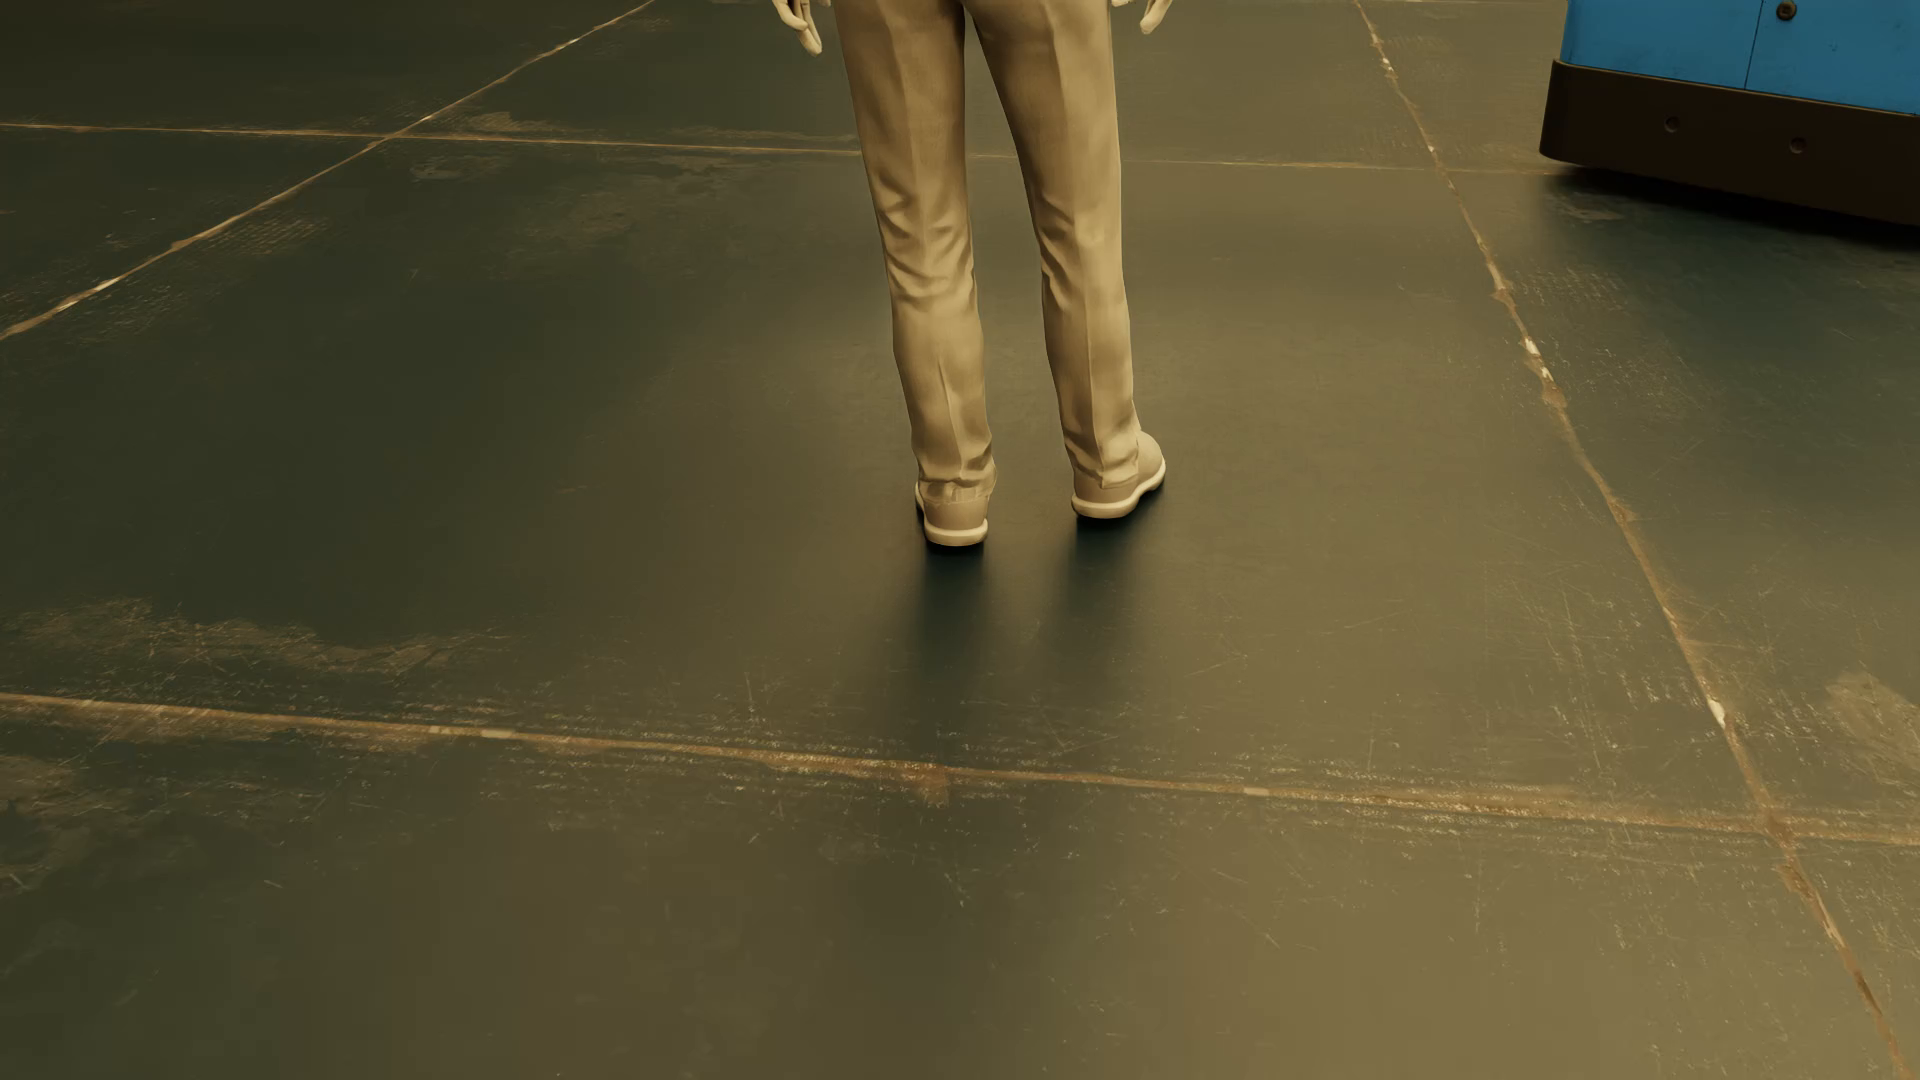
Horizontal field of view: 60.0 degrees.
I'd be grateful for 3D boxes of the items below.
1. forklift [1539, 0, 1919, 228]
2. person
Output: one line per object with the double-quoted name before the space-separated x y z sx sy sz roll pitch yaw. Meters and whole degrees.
"forklift" 2.934 -2.564 4.357 3.031 2.935 1.130 -23 35 -39
"person" 0.021 -0.794 2.178 0.576 1.695 0.531 3 27 7
